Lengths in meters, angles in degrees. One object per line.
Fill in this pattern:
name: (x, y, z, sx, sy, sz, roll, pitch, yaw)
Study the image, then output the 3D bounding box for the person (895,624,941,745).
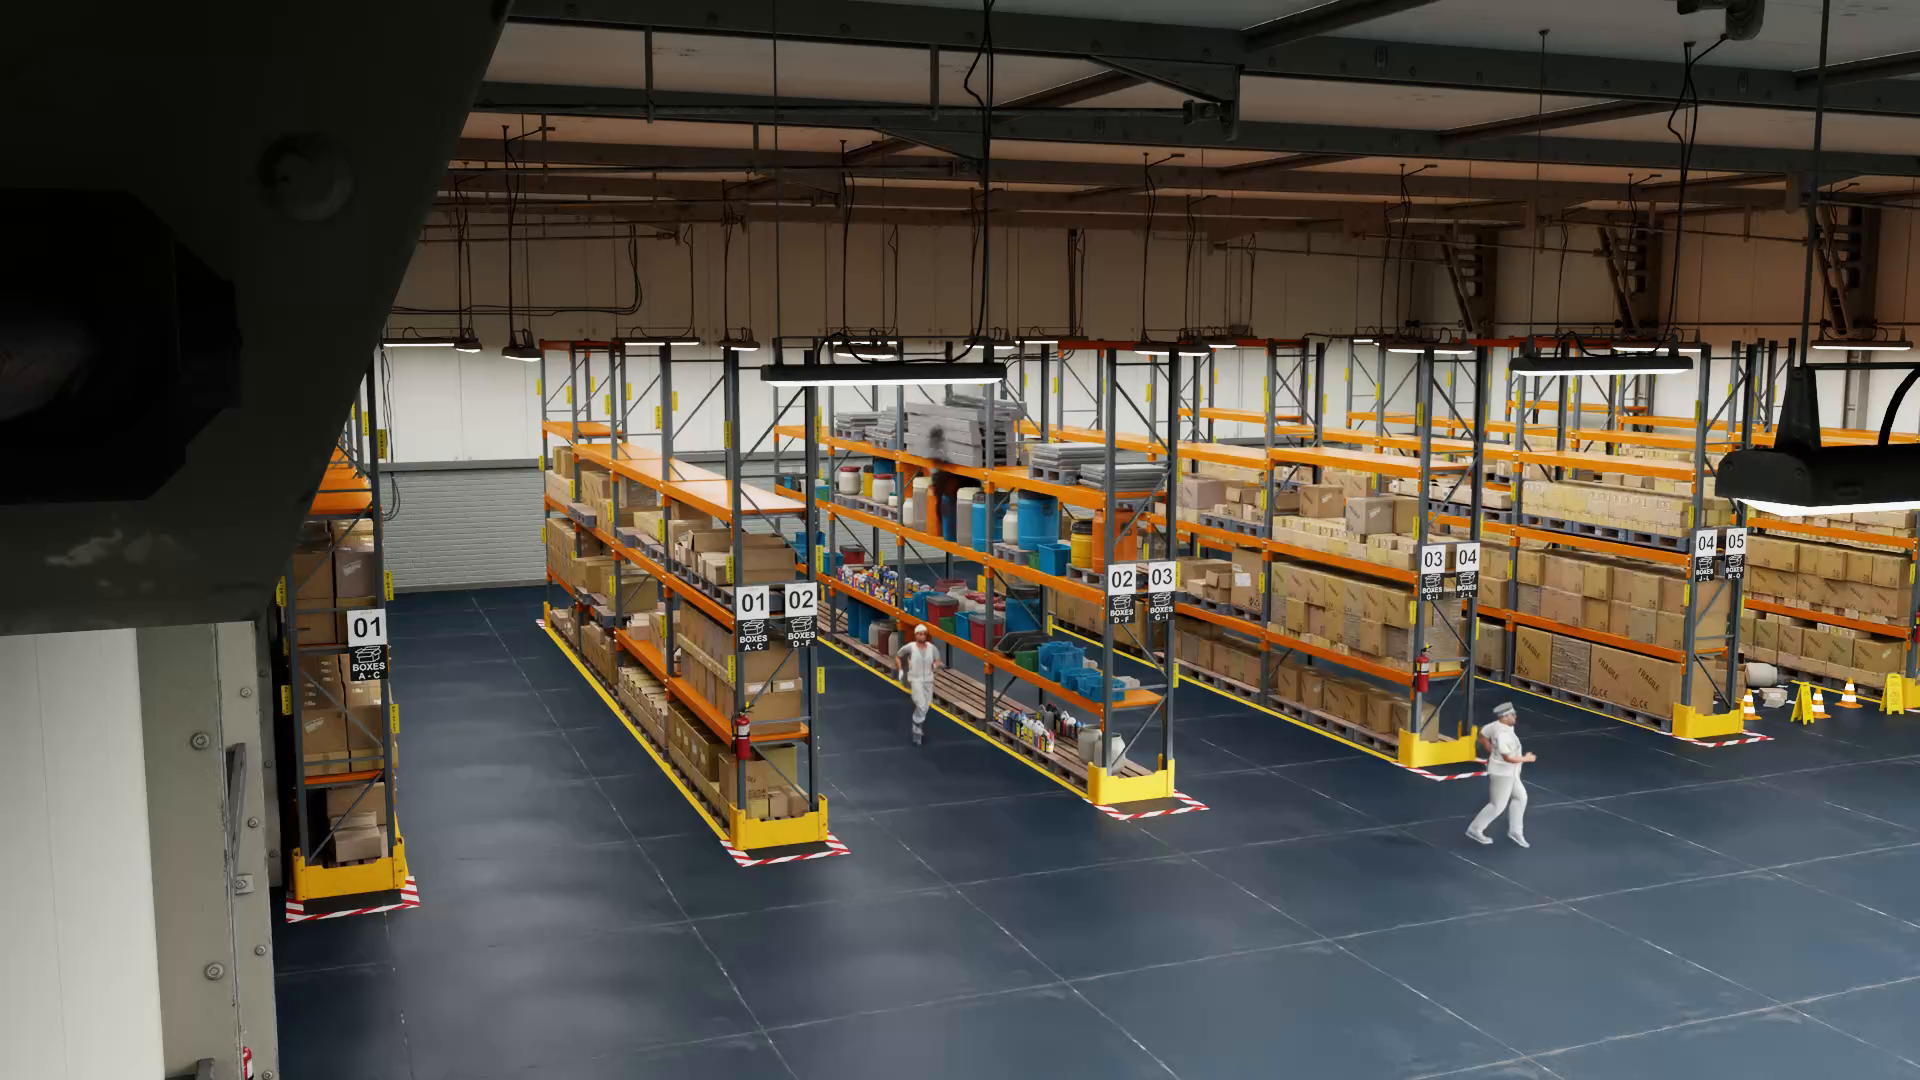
person: (-0.592, 2.183, 25.160, 0.645, 1.818, 0.738, -4, 8, -26)

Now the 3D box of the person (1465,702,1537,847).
person: (6.558, 2.859, 20.146, 0.788, 1.844, 0.663, 2, 8, 13)
